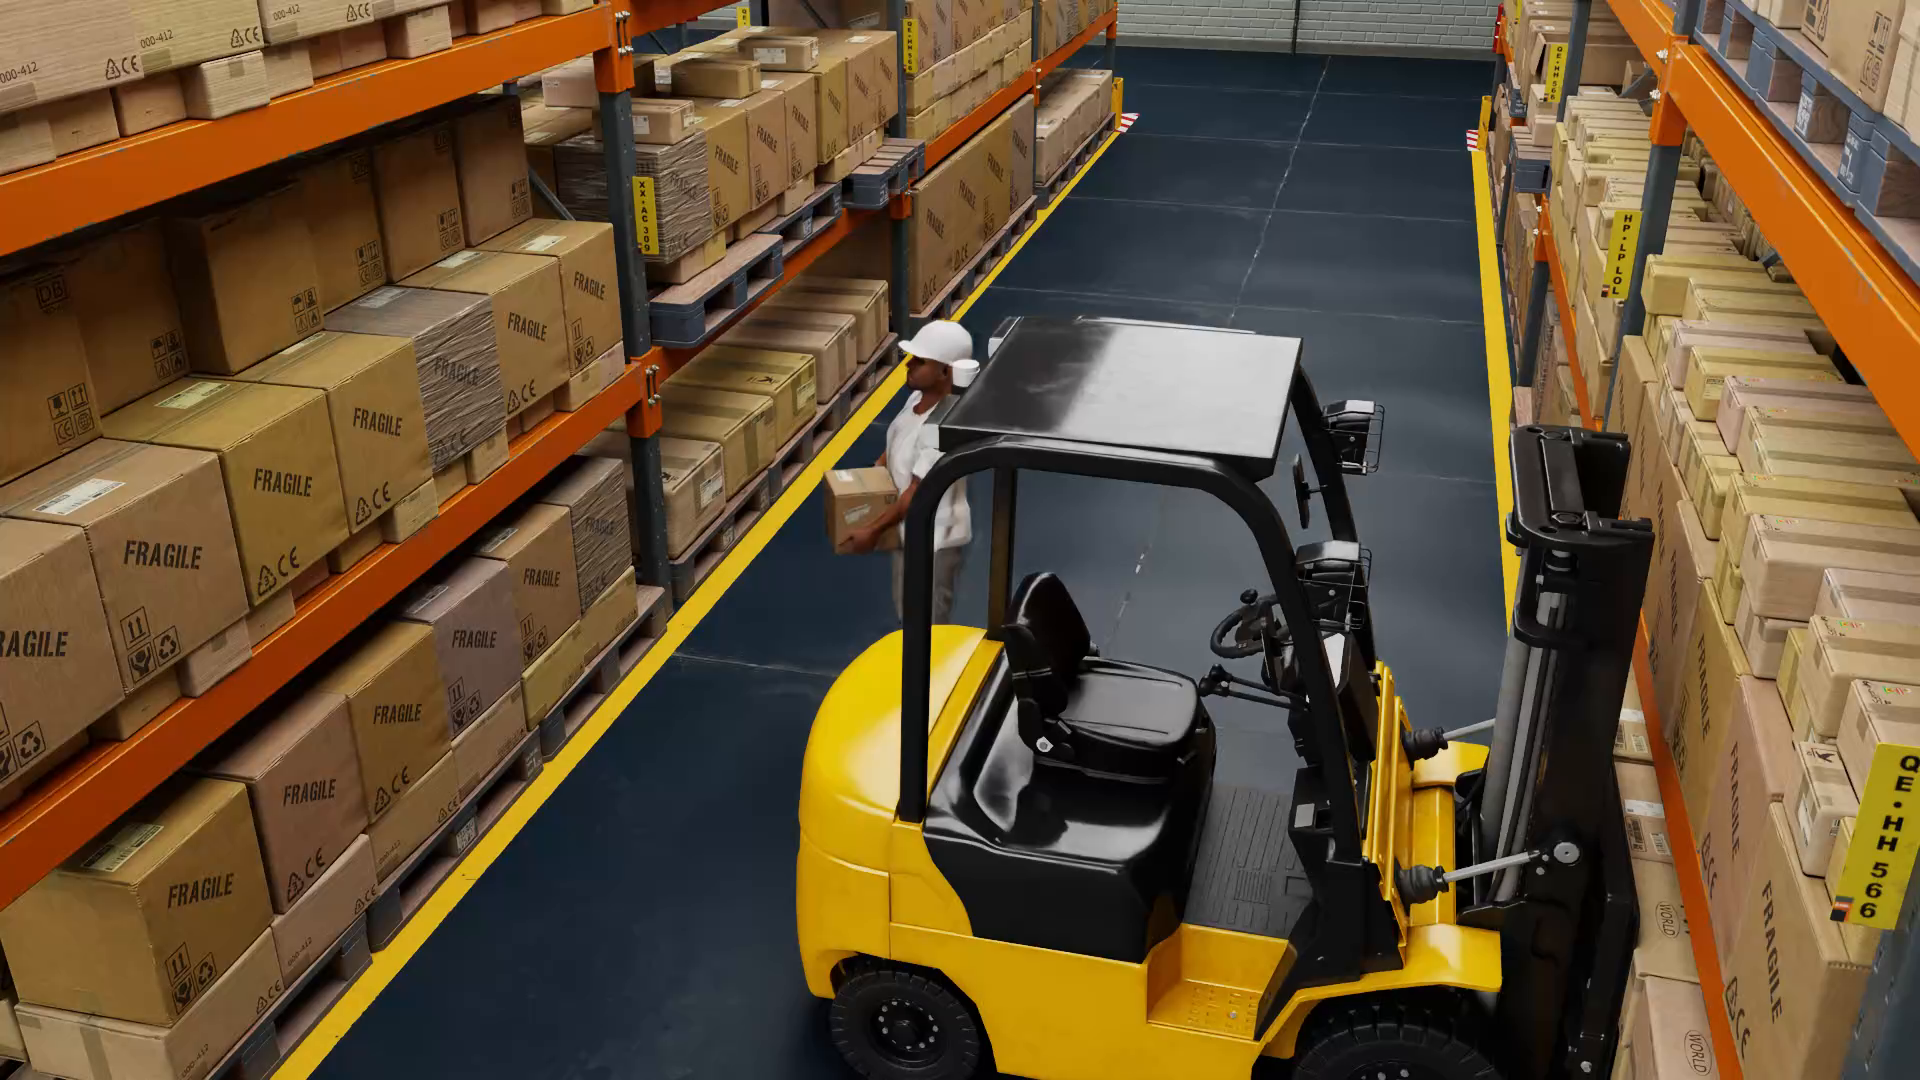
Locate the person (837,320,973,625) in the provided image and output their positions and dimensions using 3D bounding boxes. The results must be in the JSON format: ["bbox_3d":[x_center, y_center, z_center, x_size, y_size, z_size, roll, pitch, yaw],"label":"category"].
[{"bbox_3d":[-0.225,-0.014,6.611,0.575,1.767,0.510,-6,26,-12],"label":"person"}]
